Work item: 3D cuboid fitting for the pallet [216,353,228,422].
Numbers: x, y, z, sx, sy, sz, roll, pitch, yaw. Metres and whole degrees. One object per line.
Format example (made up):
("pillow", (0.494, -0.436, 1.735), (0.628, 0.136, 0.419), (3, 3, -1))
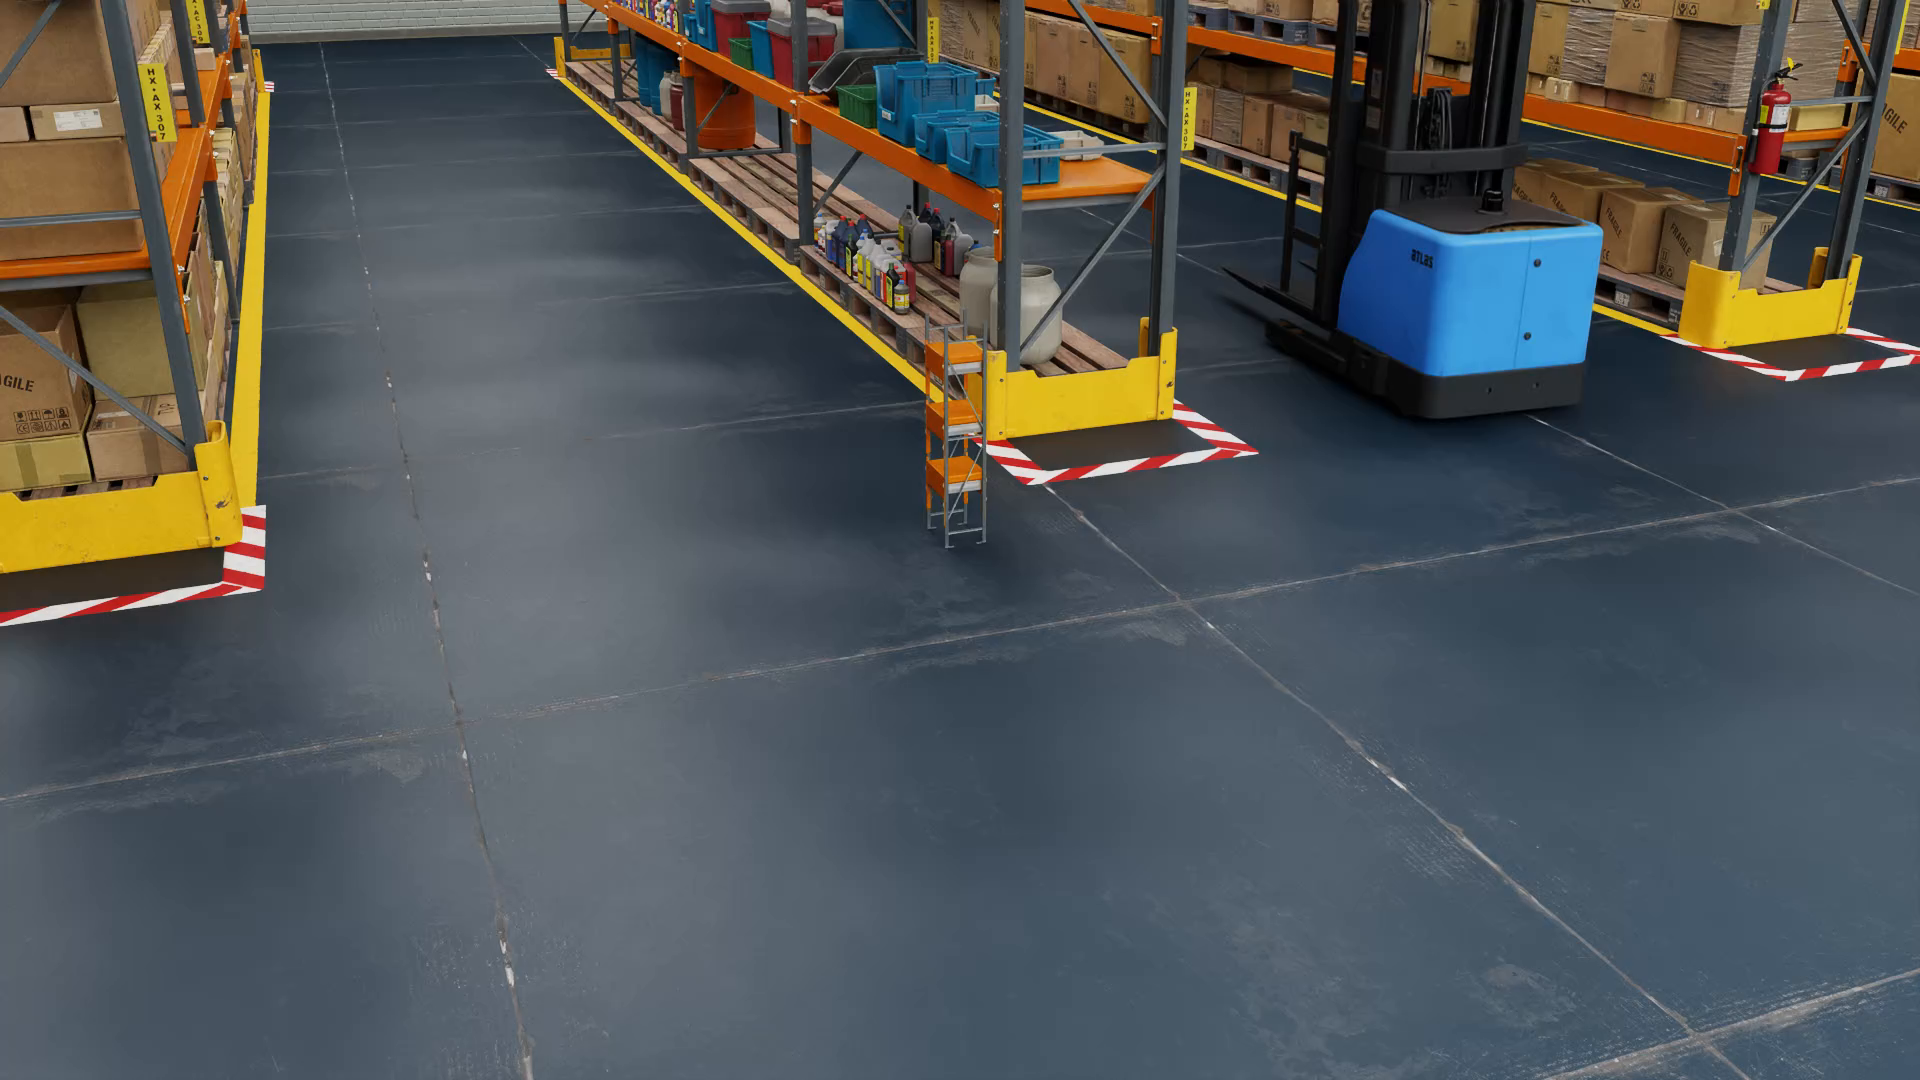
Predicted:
("pallet", (-4.684, -0.786, 9.342), (1.003, 0.211, 1.213), (-8, 24, -19))

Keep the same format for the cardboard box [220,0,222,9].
("cardboard box", (-7.504, -5.322, 15.846), (0.700, 0.500, 0.500), (-15, 27, -32))

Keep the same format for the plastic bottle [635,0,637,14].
("plastic bottle", (-3.402, -5.700, 17.668), (0.097, 0.201, 0.097), (0, 23, 0))

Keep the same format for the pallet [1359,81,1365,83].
("pallet", (6.035, -6.150, 22.070), (1.003, 0.211, 1.213), (-8, 24, -19))

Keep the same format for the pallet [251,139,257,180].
("pallet", (-7.429, -3.697, 16.249), (1.003, 0.211, 1.213), (-8, 24, -19))

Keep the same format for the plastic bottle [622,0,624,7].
("plastic bottle", (-3.681, -6.020, 18.337), (0.097, 0.271, 0.097), (0, 23, 0))

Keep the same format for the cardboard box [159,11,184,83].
("cardboard box", (-6.165, -3.701, 12.541), (0.500, 0.500, 0.500), (-10, 25, -22))

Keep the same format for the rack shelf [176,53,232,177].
("rack shelf", (-6.067, -3.205, 12.417), (1.077, 0.370, 4.000), (-8, 24, -19))

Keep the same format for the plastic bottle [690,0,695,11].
("plastic bottle", (-2.865, -5.848, 17.927), (0.097, 0.271, 0.097), (0, 23, 0))

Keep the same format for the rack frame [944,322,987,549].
("rack frame", (0.024, -0.459, 7.487), (0.200, 1.050, 0.008), (-8, 24, -19))

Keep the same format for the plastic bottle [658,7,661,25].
("plastic bottle", (-2.957, -5.243, 16.583), (0.097, 0.201, 0.097), (0, 23, 0))

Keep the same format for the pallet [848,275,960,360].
("pallet", (-0.092, -1.509, 11.058), (1.003, 0.211, 1.213), (-8, 24, -19))

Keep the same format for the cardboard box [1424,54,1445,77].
("cardboard box", (3.894, -3.752, 13.114), (0.380, 0.149, 0.250), (-8, 24, -19))

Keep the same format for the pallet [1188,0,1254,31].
("pallet", (2.847, -5.288, 16.681), (1.213, 0.211, 1.003), (-8, 24, -19))

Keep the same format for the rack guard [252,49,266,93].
("rack guard", (-9.573, -5.990, 21.318), (1.175, 0.500, 0.348), (-8, 24, -19))

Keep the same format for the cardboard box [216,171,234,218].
("cardboard box", (-5.629, -2.549, 12.213), (0.500, 0.311, 0.500), (-9, 25, -21))

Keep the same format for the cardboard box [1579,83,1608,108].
("cardboard box", (4.571, -3.125, 11.626), (0.380, 0.149, 0.250), (-8, 24, -19))

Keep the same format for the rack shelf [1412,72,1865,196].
("rack shelf", (4.615, -3.109, 12.191), (1.077, 0.370, 4.000), (-8, 24, -19))

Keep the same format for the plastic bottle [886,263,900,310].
("plastic bottle", (-0.429, -1.632, 10.692), (0.061, 0.283, 0.133), (-8, 24, -18))

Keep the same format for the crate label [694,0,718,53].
("crate label", (-2.040, -4.559, 14.660), (0.502, 0.435, 0.616), (-8, 24, -19))

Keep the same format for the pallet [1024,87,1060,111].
("pallet", (1.426, -5.519, 20.573), (1.003, 0.211, 1.213), (-8, 24, -19))

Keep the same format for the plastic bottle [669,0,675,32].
("plastic bottle", (-2.762, -5.060, 16.042), (0.061, 0.283, 0.133), (-8, 24, -19))

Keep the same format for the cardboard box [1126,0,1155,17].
("cardboard box", (2.089, -5.812, 17.549), (0.500, 0.500, 0.500), (-8, 24, -17))

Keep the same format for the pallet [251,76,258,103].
("pallet", (-9.290, -5.567, 20.687), (1.003, 0.211, 1.213), (-8, 24, -19))

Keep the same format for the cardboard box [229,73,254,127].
("cardboard box", (-7.744, -4.627, 17.518), (0.500, 0.500, 0.500), (-8, 24, -19))

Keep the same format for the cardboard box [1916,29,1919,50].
("cardboard box", (8.942, -4.551, 14.492), (0.875, 0.550, 0.550), (-8, 24, -19))

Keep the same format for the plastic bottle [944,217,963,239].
("plastic bottle", (-0.046, -2.088, 11.686), (0.144, 0.351, 0.185), (-8, 24, -19))

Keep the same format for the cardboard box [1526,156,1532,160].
("cardboard box", (4.222, -2.851, 13.330), (0.500, 0.500, 0.500), (-1, 23, -2))

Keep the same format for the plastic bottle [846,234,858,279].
("plastic bottle", (-0.742, -1.954, 11.455), (0.061, 0.283, 0.133), (-7, 24, -17))

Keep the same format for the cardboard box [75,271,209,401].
("cardboard box", (-4.107, -1.035, 8.377), (0.500, 0.500, 0.500), (-8, 24, -19))

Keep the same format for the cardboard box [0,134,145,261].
("cardboard box", (-4.100, -1.573, 7.492), (0.700, 0.500, 0.500), (-8, 24, -19))

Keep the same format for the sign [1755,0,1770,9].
("sign", (4.795, -3.324, 9.877), (0.100, 0.325, 0.005), (-8, 24, -19))

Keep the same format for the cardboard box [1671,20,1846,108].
("cardboard box", (5.153, -3.101, 10.733), (0.875, 0.500, 0.500), (-8, 24, -19))

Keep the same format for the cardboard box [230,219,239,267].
("cardboard box", (-5.450, -2.102, 11.875), (0.500, 0.250, 0.500), (-8, 24, -18))

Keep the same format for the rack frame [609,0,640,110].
("rack frame", (-3.551, -6.394, 19.059), (1.000, 3.000, 0.127), (-8, 24, -19))

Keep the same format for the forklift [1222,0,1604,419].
("forklift", (2.614, -2.560, 10.051), (1.130, 2.935, 3.031), (-7, 24, -16))

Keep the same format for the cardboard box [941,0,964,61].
("cardboard box", (0.292, -7.190, 23.141), (0.875, 0.875, 0.875), (-8, 24, -19))

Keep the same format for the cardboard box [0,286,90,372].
("cardboard box", (-4.782, -1.143, 8.635), (0.500, 0.500, 0.500), (-8, 24, -19))

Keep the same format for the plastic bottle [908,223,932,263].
("plastic bottle", (-0.290, -2.142, 11.909), (0.152, 0.276, 0.135), (-8, 24, -19))

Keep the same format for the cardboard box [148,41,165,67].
("cardboard box", (-4.706, -2.715, 9.366), (0.380, 0.149, 0.250), (-8, 24, -19))

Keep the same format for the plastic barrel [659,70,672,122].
("plastic barrel", (-3.009, -4.767, 17.860), (0.421, 0.512, 0.421), (0, 23, 0))

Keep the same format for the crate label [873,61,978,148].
("crate label", (-0.215, -2.682, 10.206), (0.502, 0.435, 0.616), (-8, 24, -19))

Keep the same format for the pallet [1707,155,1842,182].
("pallet", (8.241, -3.796, 16.485), (1.003, 0.211, 1.213), (-8, 24, -19))

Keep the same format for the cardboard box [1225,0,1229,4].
("cardboard box", (3.015, -5.480, 16.221), (0.700, 0.500, 0.500), (-5, 23, -11))

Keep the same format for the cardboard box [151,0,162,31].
("cardboard box", (-5.198, -3.293, 9.902), (0.700, 0.500, 0.500), (-8, 24, -19))

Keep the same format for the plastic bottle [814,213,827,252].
("plastic bottle", (-1.022, -2.257, 12.190), (0.097, 0.271, 0.097), (0, 23, 0))

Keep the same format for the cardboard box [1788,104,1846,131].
("cardboard box", (5.444, -2.734, 10.699), (0.380, 0.149, 0.250), (-8, 24, -19))

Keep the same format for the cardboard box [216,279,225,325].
("cardboard box", (-4.825, -1.414, 10.243), (0.500, 0.250, 0.500), (-8, 24, -19))

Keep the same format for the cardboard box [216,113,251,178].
("cardboard box", (-6.667, -3.518, 14.887), (0.500, 0.500, 0.500), (-7, 24, -17))

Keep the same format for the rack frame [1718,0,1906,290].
("rack frame", (5.322, -2.714, 10.327), (1.000, 3.000, 0.127), (-8, 24, -19))

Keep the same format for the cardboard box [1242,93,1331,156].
("cardboard box", (3.166, -4.026, 16.092), (0.700, 0.500, 0.500), (-6, 24, -15))

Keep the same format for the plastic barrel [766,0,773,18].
("plastic barrel", (-1.575, -4.648, 14.772), (0.421, 0.512, 0.421), (0, 23, 0))

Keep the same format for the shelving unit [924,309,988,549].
("shelving unit", (-0.019, -0.503, 7.592), (0.215, 1.050, 0.252), (-8, 24, -19))

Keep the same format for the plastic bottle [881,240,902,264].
("plastic bottle", (-0.481, -1.891, 11.316), (0.152, 0.276, 0.135), (-8, 24, -19))

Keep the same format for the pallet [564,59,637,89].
("pallet", (-4.709, -6.258, 22.326), (1.003, 0.211, 1.213), (-8, 24, -19))
